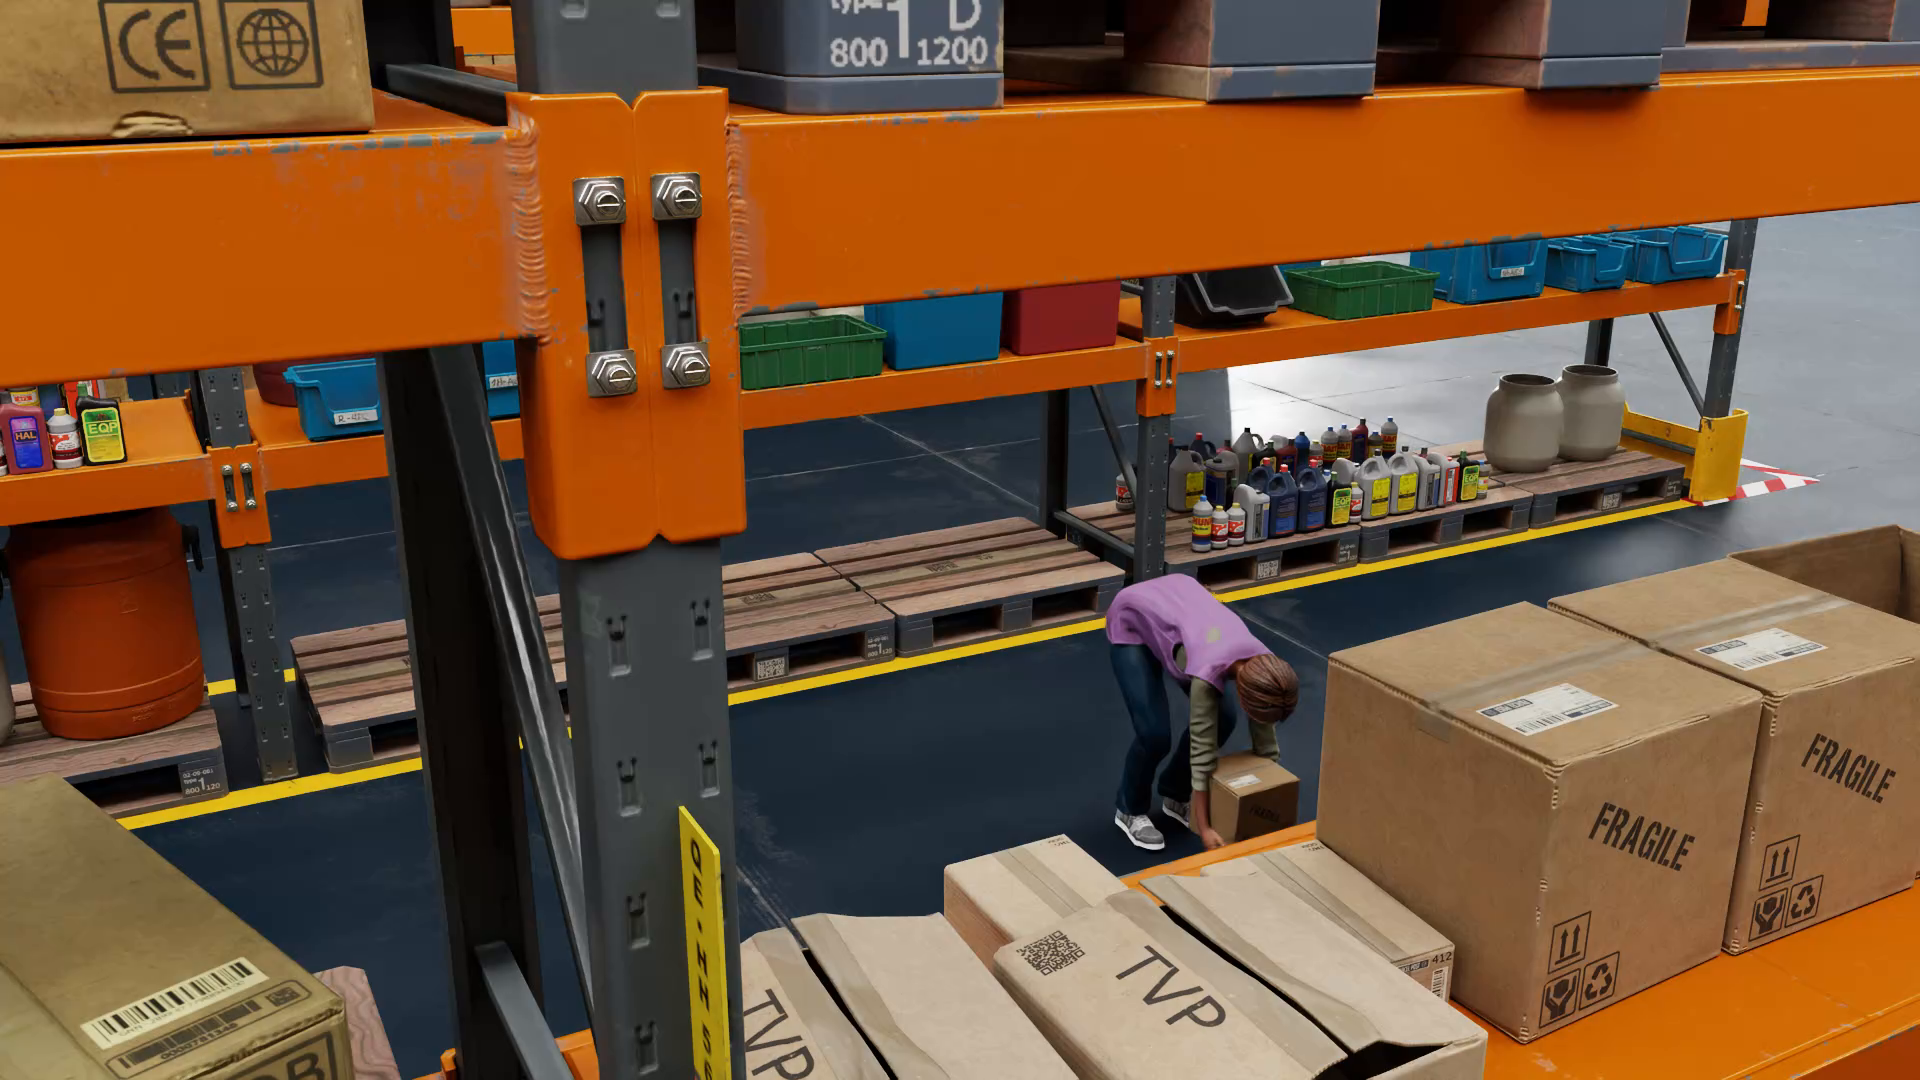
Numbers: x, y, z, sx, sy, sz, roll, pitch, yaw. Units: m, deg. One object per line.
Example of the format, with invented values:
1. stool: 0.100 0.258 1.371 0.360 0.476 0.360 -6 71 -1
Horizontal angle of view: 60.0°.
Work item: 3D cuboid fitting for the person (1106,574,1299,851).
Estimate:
1. person: 0.826 0.641 5.682 0.409 0.959 0.868 -11 22 -29
